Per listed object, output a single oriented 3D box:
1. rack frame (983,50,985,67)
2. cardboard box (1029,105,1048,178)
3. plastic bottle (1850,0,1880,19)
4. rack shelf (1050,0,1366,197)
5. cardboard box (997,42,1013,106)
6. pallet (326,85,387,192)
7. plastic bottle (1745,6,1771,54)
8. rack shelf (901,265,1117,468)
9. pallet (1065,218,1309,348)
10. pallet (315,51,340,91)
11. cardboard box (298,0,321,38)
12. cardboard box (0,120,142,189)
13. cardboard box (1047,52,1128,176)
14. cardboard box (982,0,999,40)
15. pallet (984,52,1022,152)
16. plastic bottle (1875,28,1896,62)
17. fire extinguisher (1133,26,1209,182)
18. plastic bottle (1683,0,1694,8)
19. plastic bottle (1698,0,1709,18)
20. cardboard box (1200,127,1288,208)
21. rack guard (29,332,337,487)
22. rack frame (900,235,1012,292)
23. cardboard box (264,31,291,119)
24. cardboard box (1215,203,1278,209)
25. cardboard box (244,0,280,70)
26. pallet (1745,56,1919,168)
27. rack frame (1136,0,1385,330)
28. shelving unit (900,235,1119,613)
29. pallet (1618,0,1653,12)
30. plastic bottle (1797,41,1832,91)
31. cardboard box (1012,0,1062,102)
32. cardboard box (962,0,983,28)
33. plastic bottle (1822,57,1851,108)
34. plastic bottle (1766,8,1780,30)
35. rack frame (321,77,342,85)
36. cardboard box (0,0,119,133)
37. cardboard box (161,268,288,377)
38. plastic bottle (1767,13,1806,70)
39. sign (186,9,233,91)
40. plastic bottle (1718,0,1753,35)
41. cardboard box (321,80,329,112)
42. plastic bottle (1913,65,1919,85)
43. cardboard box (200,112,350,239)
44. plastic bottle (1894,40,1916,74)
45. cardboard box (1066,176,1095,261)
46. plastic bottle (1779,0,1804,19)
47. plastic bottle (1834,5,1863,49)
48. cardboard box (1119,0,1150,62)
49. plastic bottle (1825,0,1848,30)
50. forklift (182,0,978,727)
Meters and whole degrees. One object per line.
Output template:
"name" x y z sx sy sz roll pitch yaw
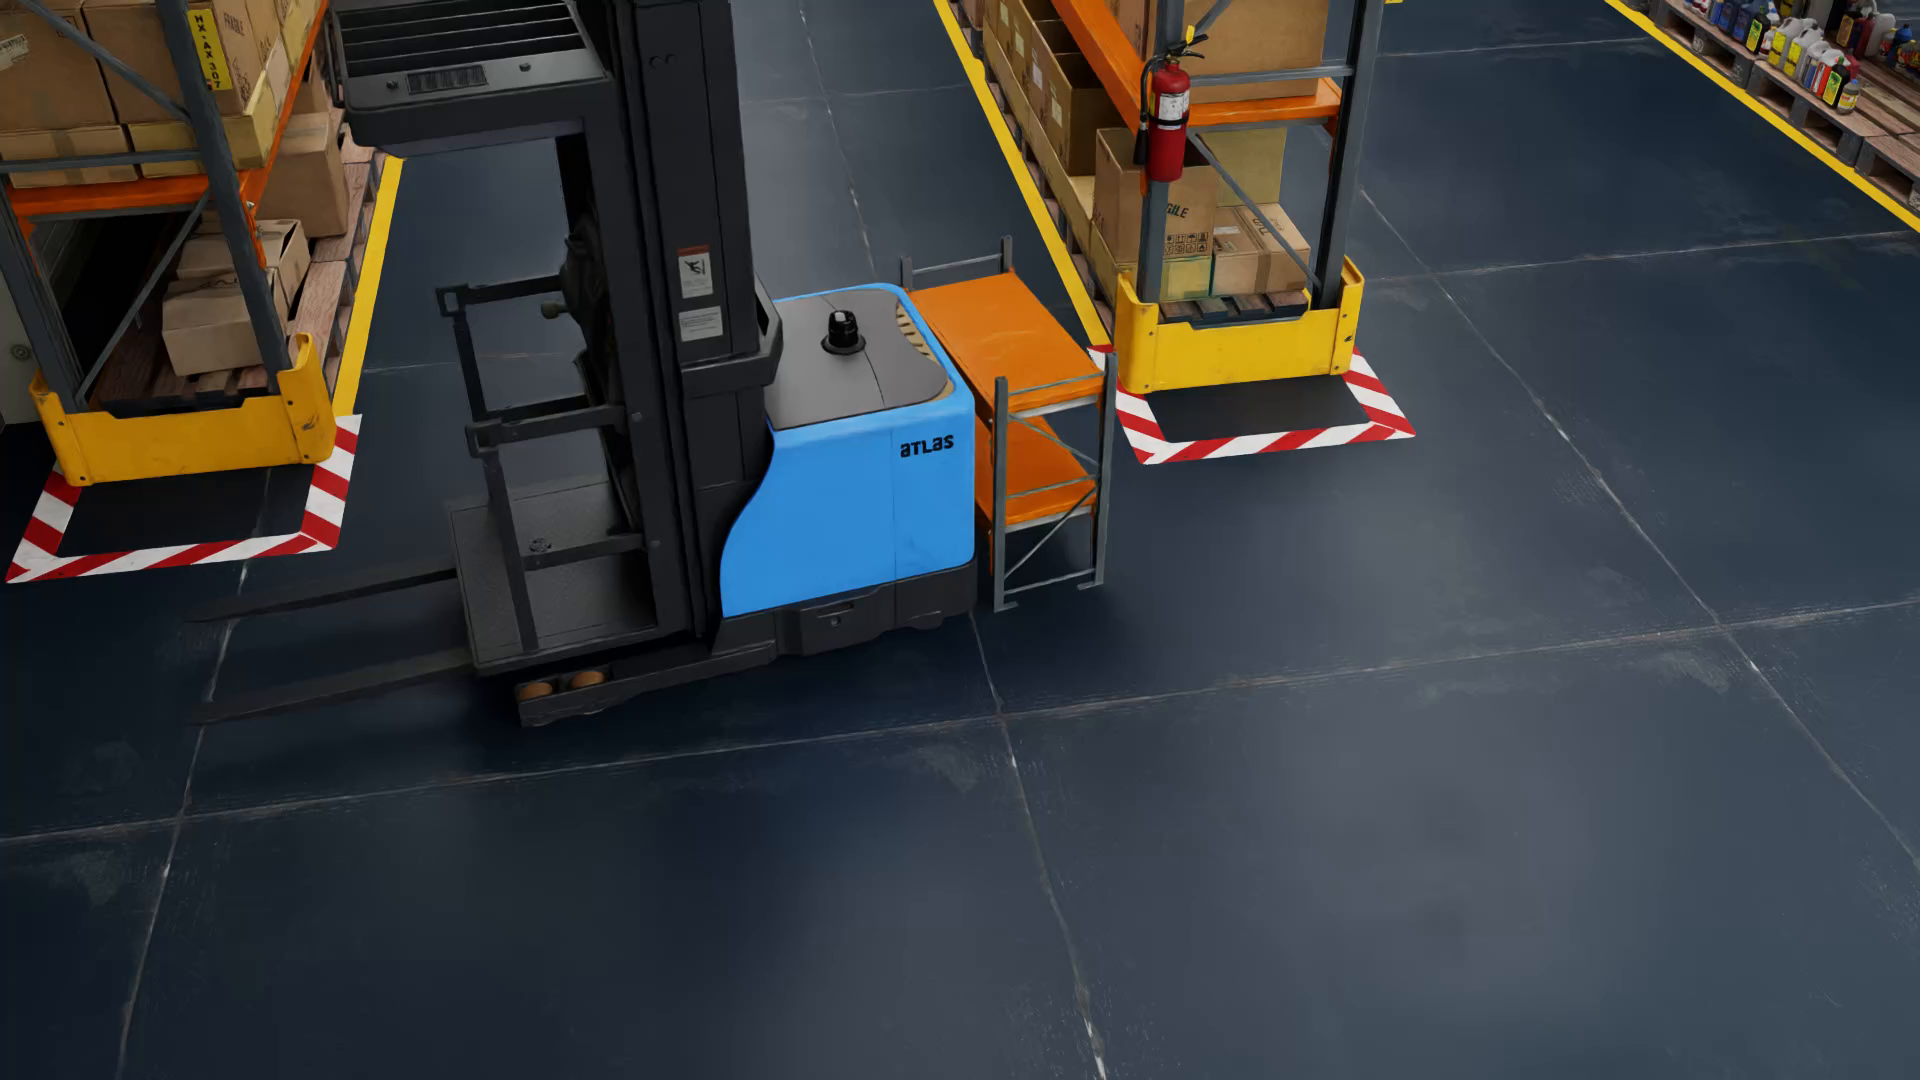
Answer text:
"rack frame" 0.660 -4.493 10.589 1.000 3.000 0.127 -6 38 -8
"cardboard box" 0.701 -2.354 9.734 0.500 0.250 0.500 -6 38 -8
"plastic bottle" 6.024 -3.483 11.088 0.144 0.351 0.185 -6 38 -8
"rack shelf" 1.010 -3.001 9.255 1.077 0.370 4.000 -6 38 -8
"cardboard box" 0.525 -2.958 10.512 0.500 0.250 0.500 -6 38 -8
"pallet" -4.064 -2.455 10.238 1.003 0.211 1.213 -6 38 -8
"plastic bottle" 5.291 -3.375 11.004 0.061 0.283 0.133 -5 38 -6
"rack shelf" 0.176 -0.730 6.796 0.538 0.278 1.000 -14 40 -17
"pallet" 1.185 -1.434 8.923 1.003 0.211 1.213 -6 38 -8
"pallet" -4.355 -3.327 11.361 1.003 0.211 1.213 -6 38 -8
"cardboard box" -3.563 -2.746 8.445 0.500 0.250 0.500 -6 38 -8
"cardboard box" -3.788 -1.753 7.167 0.500 0.250 0.500 -6 38 -7
"cardboard box" 0.784 -2.348 9.115 0.500 0.500 0.500 -6 38 -8
"cardboard box" 0.433 -3.556 10.670 0.500 0.500 0.500 -6 38 -8
"pallet" 0.758 -2.907 10.820 1.003 0.211 1.213 -6 38 -8
"plastic bottle" 6.096 -3.257 10.919 0.097 0.201 0.097 0 38 0
"fire extinguisher" 0.924 -1.926 7.347 0.296 0.674 0.183 -6 38 -8
"plastic bottle" 5.161 -3.881 11.665 0.097 0.271 0.097 0 38 0
"plastic bottle" 5.197 -3.730 11.529 0.097 0.201 0.097 0 38 0
"cardboard box" 1.396 -2.103 8.800 0.500 0.500 0.500 -6 38 -8
"rack guard" -3.529 -0.601 7.616 1.175 0.500 0.348 -6 38 -8
"rack frame" -0.014 -0.788 7.348 0.500 1.125 0.032 -14 40 -17
"cardboard box" -3.394 -2.132 7.655 0.500 0.250 0.500 -7 38 -9
"cardboard box" 1.394 -1.807 9.030 0.500 0.250 0.500 -6 38 -8
"cardboard box" -3.380 -2.407 7.399 0.500 0.500 0.500 -6 38 -8
"pallet" 5.831 -2.774 10.649 1.003 0.211 1.213 -6 38 -8
"rack frame" 1.361 -2.077 7.479 1.000 3.000 0.127 -6 38 -8
"shelving unit" 0.176 -0.499 6.975 0.538 1.125 1.048 -14 40 -17
"pallet" 5.361 -4.393 12.732 1.003 0.211 1.213 -6 38 -8
"plastic bottle" 5.443 -3.007 10.537 0.152 0.276 0.135 -7 38 -9
"cardboard box" 0.608 -2.952 9.892 0.500 0.500 0.500 -6 38 -8
"cardboard box" 0.301 -3.793 11.586 0.500 0.250 0.500 -7 38 -8
"plastic bottle" 5.446 -2.840 10.316 0.061 0.283 0.133 -5 38 -7
"plastic bottle" 5.366 -3.389 11.033 0.097 0.271 0.097 0 38 0
"rack frame" -4.217 -3.958 9.900 1.000 3.000 0.127 -6 38 -8
"cardboard box" -3.807 -2.049 6.937 0.500 0.500 0.500 -7 38 -8
"cardboard box" -3.548 -1.082 8.031 0.500 0.311 0.500 -10 39 -13
"plastic bottle" 5.377 -3.249 10.787 0.144 0.351 0.185 -7 38 -8
"sign" -2.981 -1.943 6.600 0.100 0.325 0.005 -6 38 -8
"plastic bottle" 5.270 -3.619 11.264 0.144 0.351 0.185 -5 38 -7
"cardboard box" -4.093 -2.693 10.223 0.380 0.166 0.250 -11 39 -14
"plastic bottle" 6.167 -3.040 10.583 0.097 0.271 0.097 0 38 0
"cardboard box" -3.728 -1.949 8.993 0.700 0.500 0.500 -9 39 -11
"plastic bottle" 6.132 -3.133 10.759 0.097 0.201 0.097 0 38 0
"cardboard box" 0.876 -1.750 8.957 0.500 0.250 0.500 -6 38 -8
"plastic bottle" 5.792 -3.778 11.469 0.144 0.351 0.185 -6 38 -8
"plastic bottle" 5.927 -3.429 11.075 0.061 0.283 0.133 -6 38 -8
"cardboard box" 1.195 -2.717 8.221 0.700 0.500 0.500 -5 38 -7
"plastic bottle" 5.967 -3.678 11.339 0.144 0.351 0.185 -8 39 -10
"forklift" -1.502 -0.815 5.911 3.031 2.935 1.130 -12 39 -15
